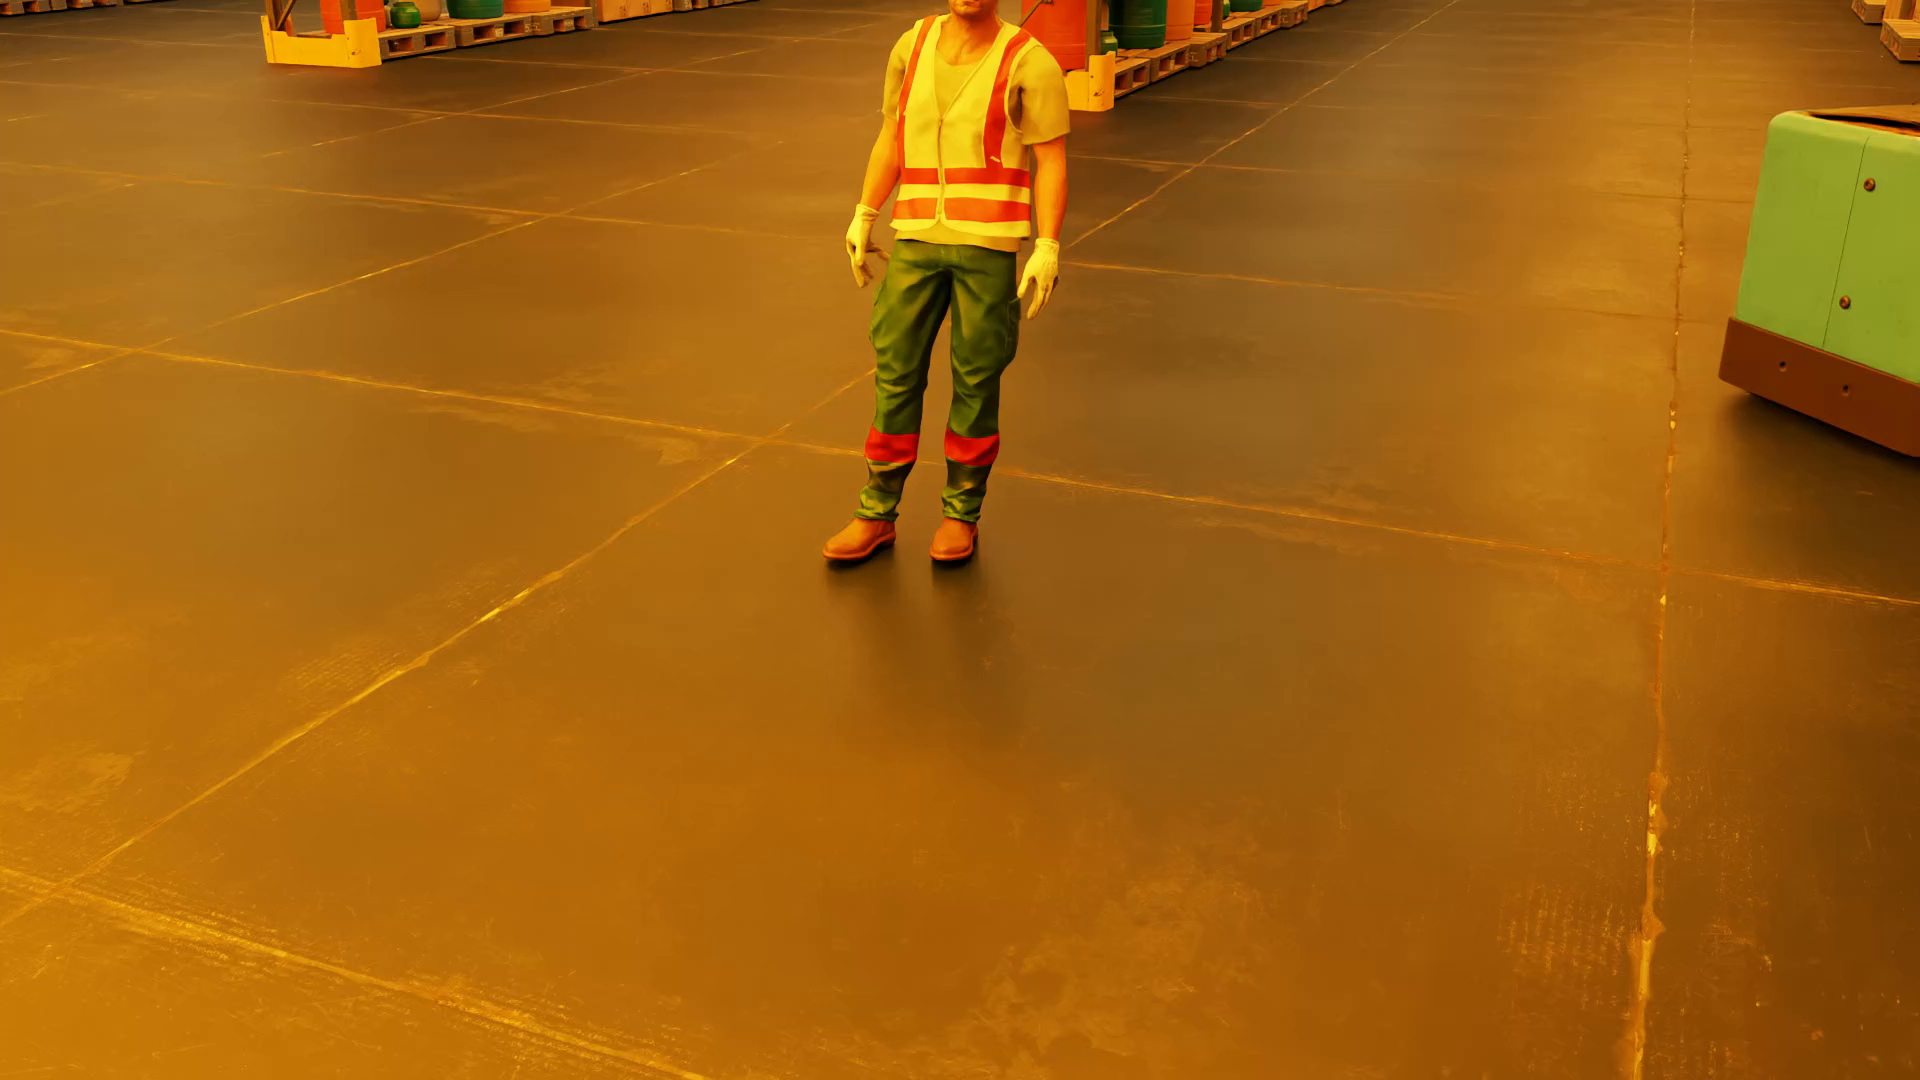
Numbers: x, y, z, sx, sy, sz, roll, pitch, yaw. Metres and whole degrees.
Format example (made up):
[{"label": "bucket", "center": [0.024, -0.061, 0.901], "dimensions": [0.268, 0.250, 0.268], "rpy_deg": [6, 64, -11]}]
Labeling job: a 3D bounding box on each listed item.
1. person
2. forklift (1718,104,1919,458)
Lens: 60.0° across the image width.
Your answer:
[{"label": "person", "center": [-0.042, -0.805, 4.680], "dimensions": [0.637, 1.790, 0.562], "rpy_deg": [9, 24, 21]}, {"label": "forklift", "center": [4.493, -1.908, 5.857], "dimensions": [3.031, 2.935, 1.130], "rpy_deg": [-7, 24, -16]}]
